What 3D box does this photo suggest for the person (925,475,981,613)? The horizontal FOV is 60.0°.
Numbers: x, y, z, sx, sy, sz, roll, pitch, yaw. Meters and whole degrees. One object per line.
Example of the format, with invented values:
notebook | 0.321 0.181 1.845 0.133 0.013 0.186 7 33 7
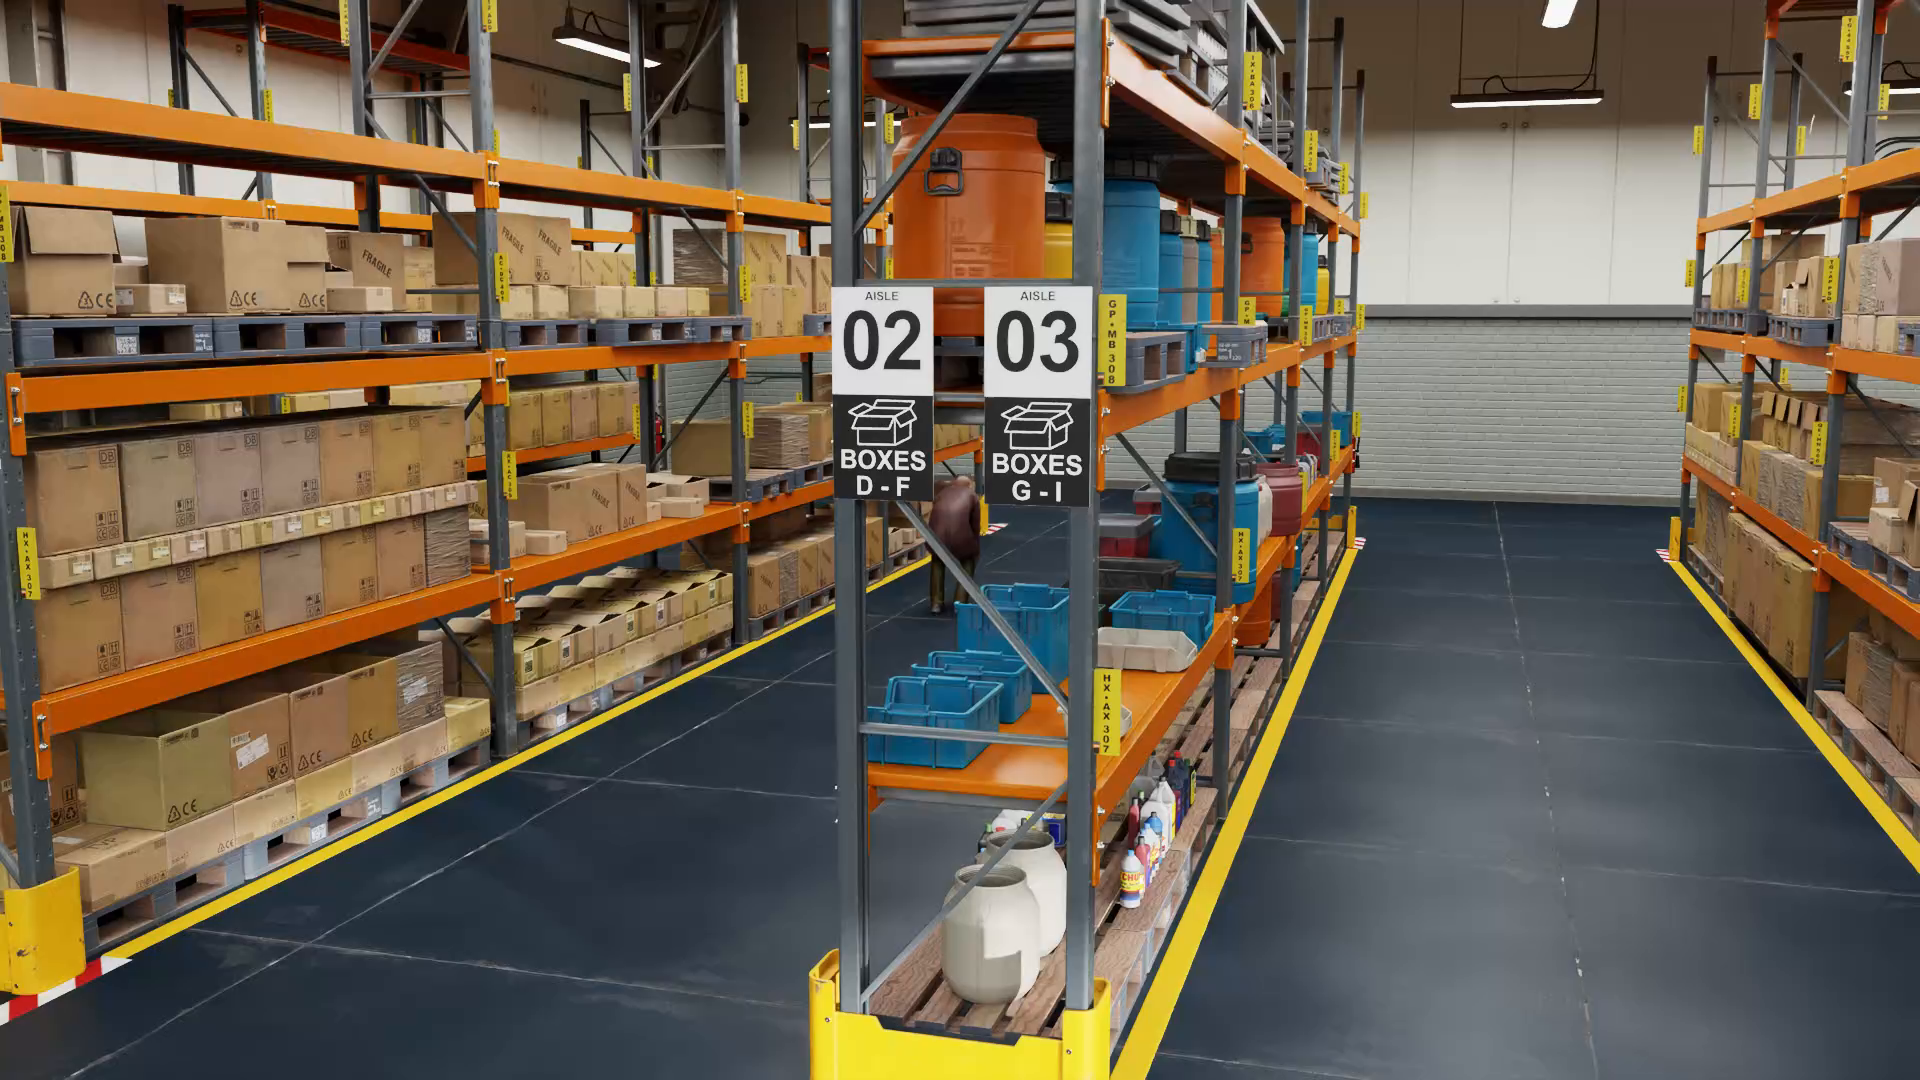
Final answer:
person | -0.042 0.039 17.135 0.565 1.346 0.890 2 8 14
